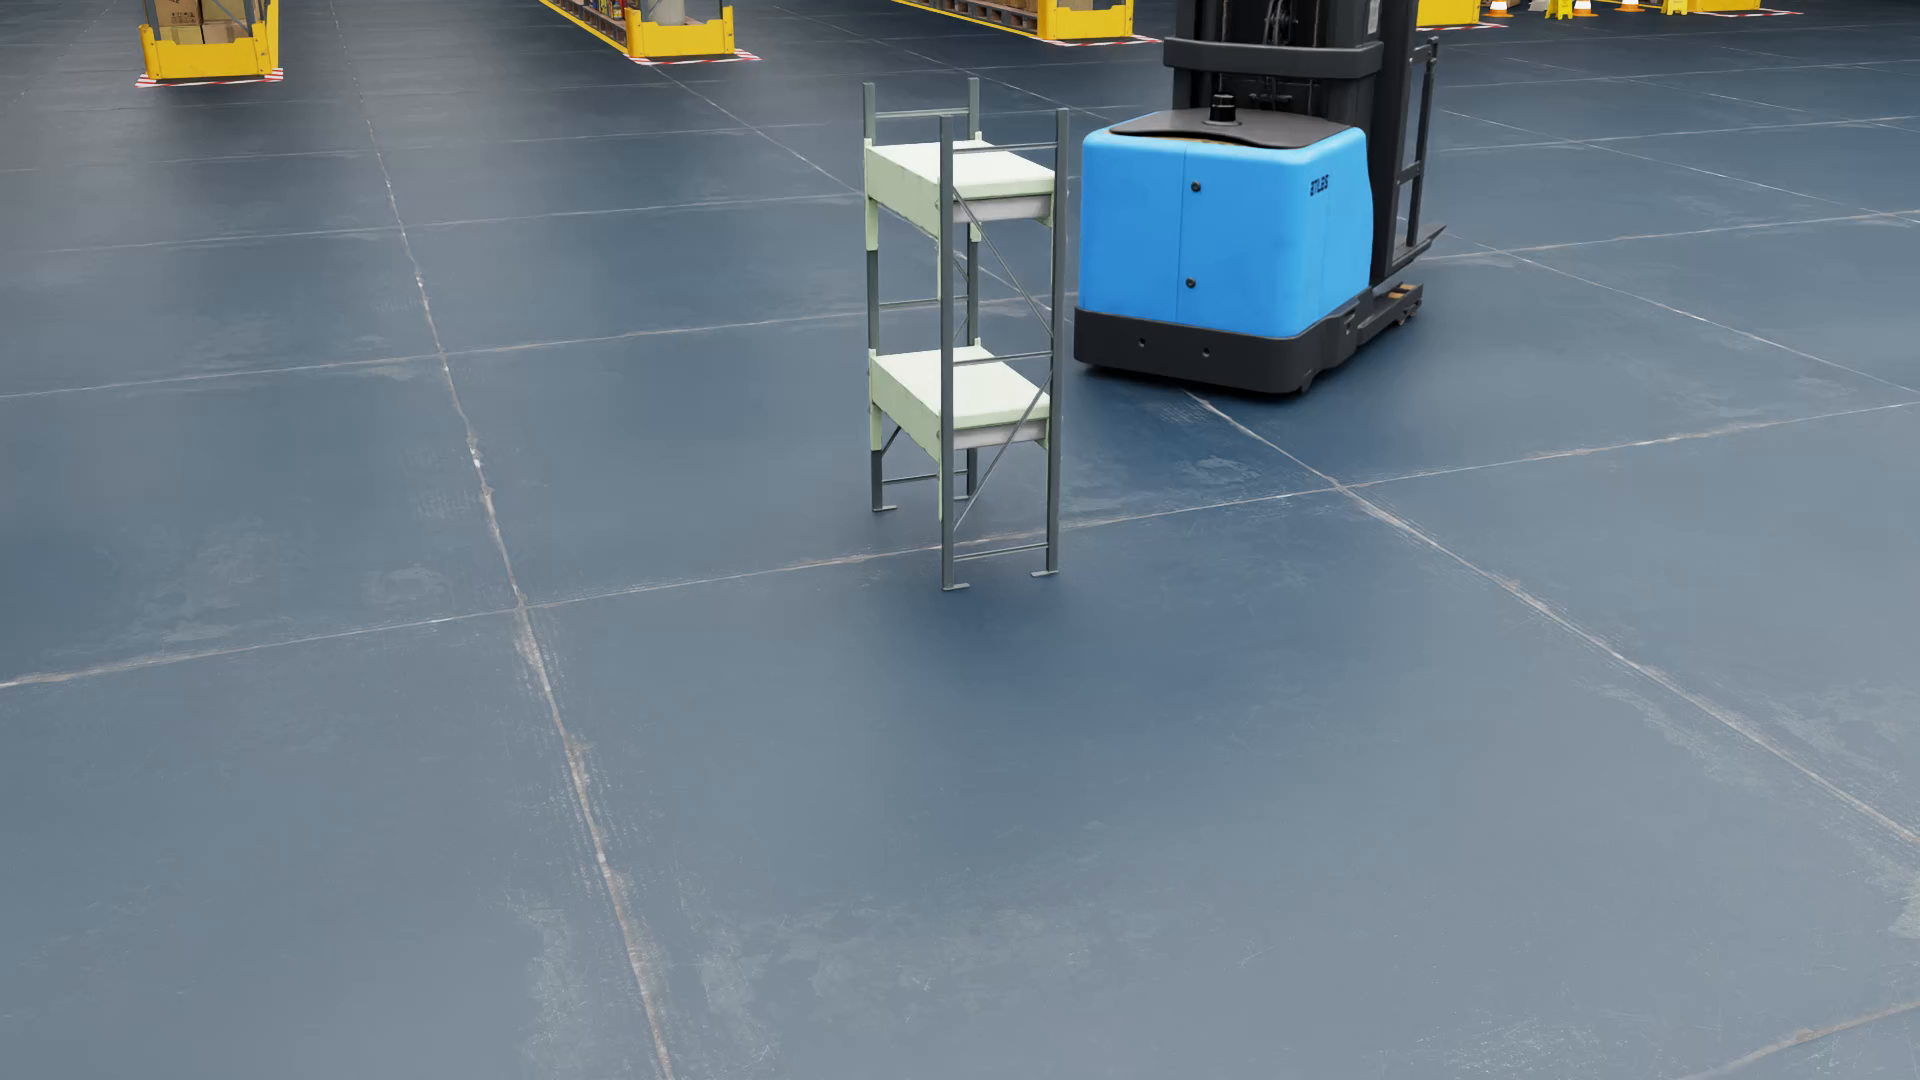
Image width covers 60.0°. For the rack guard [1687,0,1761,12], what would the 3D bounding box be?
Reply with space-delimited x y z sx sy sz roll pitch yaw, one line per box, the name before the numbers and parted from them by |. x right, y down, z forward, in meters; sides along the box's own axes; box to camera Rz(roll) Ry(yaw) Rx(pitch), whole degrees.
rack guard | 10.803 -7.771 23.543 1.175 0.500 0.348 -8 24 -19

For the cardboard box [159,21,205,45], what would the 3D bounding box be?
cardboard box | -8.176 -5.258 17.363 0.500 0.250 0.500 -8 24 -19

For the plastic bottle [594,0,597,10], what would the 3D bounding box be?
plastic bottle | -4.591 -6.941 21.200 0.144 0.351 0.185 -8 24 -18

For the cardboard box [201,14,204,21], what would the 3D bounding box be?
cardboard box | -8.542 -5.620 18.221 0.500 0.250 0.500 -8 24 -19

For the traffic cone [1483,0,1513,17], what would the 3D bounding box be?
traffic cone | 7.376 -7.398 22.707 0.336 0.463 0.334 -8 24 -19

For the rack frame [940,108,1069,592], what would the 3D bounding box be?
rack frame | 0.132 -0.556 5.137 0.400 1.500 0.023 -8 24 -19

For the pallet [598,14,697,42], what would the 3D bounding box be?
pallet | -3.855 -6.331 20.498 1.003 0.211 1.213 -8 24 -19

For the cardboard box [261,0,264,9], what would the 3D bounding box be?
cardboard box | -9.213 -6.924 21.315 0.500 0.250 0.500 -8 24 -18

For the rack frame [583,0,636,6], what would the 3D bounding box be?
rack frame | -4.488 -8.309 21.602 1.000 3.000 0.127 -8 24 -19

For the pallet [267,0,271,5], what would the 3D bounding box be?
pallet | -10.765 -8.076 24.639 1.003 0.211 1.213 -8 24 -19

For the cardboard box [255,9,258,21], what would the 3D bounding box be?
cardboard box | -8.220 -5.875 18.826 0.500 0.250 0.500 -8 24 -19

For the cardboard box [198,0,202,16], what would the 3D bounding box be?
cardboard box | -8.545 -5.965 18.074 0.500 0.500 0.500 -8 24 -19

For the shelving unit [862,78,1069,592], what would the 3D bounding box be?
shelving unit | 0.002 -0.689 5.453 0.431 1.500 0.755 -8 24 -19

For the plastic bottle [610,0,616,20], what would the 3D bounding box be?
plastic bottle | -4.192 -6.454 20.132 0.061 0.283 0.133 -8 24 -18

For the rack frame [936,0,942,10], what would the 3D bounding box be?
rack frame | 0.146 -8.989 23.215 1.000 3.000 0.127 -8 24 -19

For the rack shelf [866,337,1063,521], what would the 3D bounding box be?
rack shelf | 0.002 -0.388 5.580 0.431 0.370 0.720 -8 24 -19

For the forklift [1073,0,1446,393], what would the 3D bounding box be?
forklift | 1.695 -2.498 7.903 1.130 2.935 3.031 13 26 28

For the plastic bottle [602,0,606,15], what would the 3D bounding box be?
plastic bottle | -4.374 -6.718 20.671 0.144 0.351 0.185 -9 24 -19

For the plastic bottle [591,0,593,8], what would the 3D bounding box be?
plastic bottle | -4.714 -6.973 21.468 0.097 0.201 0.097 0 23 0

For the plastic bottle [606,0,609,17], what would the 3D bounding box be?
plastic bottle | -4.246 -6.556 20.384 0.152 0.276 0.135 -9 24 -20

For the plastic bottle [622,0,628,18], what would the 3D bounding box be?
plastic bottle | -4.098 -6.524 20.298 0.061 0.283 0.133 -8 24 -19

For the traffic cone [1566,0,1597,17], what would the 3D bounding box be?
traffic cone | 8.553 -7.430 22.781 0.336 0.463 0.334 -8 24 -19

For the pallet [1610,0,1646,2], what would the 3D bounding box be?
pallet | 10.122 -8.380 25.361 1.003 0.211 1.213 -8 24 -19

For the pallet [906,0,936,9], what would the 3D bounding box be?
pallet | -0.131 -7.987 24.427 1.003 0.211 1.213 -8 24 -19

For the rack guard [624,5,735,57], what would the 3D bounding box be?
rack guard | -3.146 -5.725 18.690 1.175 0.500 0.348 -8 24 -19

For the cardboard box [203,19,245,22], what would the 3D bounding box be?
cardboard box | -7.872 -5.511 17.962 0.500 0.250 0.500 -8 24 -19

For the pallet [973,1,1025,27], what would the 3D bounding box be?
pallet | 0.851 -7.021 22.135 1.003 0.211 1.213 -8 24 -19

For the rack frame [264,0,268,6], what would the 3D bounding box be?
rack frame | -10.536 -9.084 23.441 1.000 3.000 0.127 -8 24 -19

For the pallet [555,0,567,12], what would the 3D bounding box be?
pallet | -5.236 -7.748 23.862 1.003 0.211 1.213 -8 24 -19

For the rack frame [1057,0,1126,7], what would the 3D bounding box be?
rack frame | 1.559 -7.535 19.766 1.000 3.000 0.127 -8 24 -19

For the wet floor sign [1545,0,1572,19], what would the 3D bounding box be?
wet floor sign | 8.097 -7.356 22.371 0.267 0.644 0.232 -13 26 -28

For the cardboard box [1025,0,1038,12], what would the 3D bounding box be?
cardboard box | 1.111 -7.019 21.218 0.500 0.500 0.500 -2 23 -5

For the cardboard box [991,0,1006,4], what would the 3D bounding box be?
cardboard box | 0.752 -7.458 22.260 0.500 0.500 0.500 -11 25 -24

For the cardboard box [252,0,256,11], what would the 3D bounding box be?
cardboard box | -8.219 -6.220 18.680 0.500 0.500 0.500 -8 24 -19

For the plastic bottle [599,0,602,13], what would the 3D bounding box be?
plastic bottle | -4.505 -6.776 20.895 0.061 0.283 0.133 -7 24 -17
